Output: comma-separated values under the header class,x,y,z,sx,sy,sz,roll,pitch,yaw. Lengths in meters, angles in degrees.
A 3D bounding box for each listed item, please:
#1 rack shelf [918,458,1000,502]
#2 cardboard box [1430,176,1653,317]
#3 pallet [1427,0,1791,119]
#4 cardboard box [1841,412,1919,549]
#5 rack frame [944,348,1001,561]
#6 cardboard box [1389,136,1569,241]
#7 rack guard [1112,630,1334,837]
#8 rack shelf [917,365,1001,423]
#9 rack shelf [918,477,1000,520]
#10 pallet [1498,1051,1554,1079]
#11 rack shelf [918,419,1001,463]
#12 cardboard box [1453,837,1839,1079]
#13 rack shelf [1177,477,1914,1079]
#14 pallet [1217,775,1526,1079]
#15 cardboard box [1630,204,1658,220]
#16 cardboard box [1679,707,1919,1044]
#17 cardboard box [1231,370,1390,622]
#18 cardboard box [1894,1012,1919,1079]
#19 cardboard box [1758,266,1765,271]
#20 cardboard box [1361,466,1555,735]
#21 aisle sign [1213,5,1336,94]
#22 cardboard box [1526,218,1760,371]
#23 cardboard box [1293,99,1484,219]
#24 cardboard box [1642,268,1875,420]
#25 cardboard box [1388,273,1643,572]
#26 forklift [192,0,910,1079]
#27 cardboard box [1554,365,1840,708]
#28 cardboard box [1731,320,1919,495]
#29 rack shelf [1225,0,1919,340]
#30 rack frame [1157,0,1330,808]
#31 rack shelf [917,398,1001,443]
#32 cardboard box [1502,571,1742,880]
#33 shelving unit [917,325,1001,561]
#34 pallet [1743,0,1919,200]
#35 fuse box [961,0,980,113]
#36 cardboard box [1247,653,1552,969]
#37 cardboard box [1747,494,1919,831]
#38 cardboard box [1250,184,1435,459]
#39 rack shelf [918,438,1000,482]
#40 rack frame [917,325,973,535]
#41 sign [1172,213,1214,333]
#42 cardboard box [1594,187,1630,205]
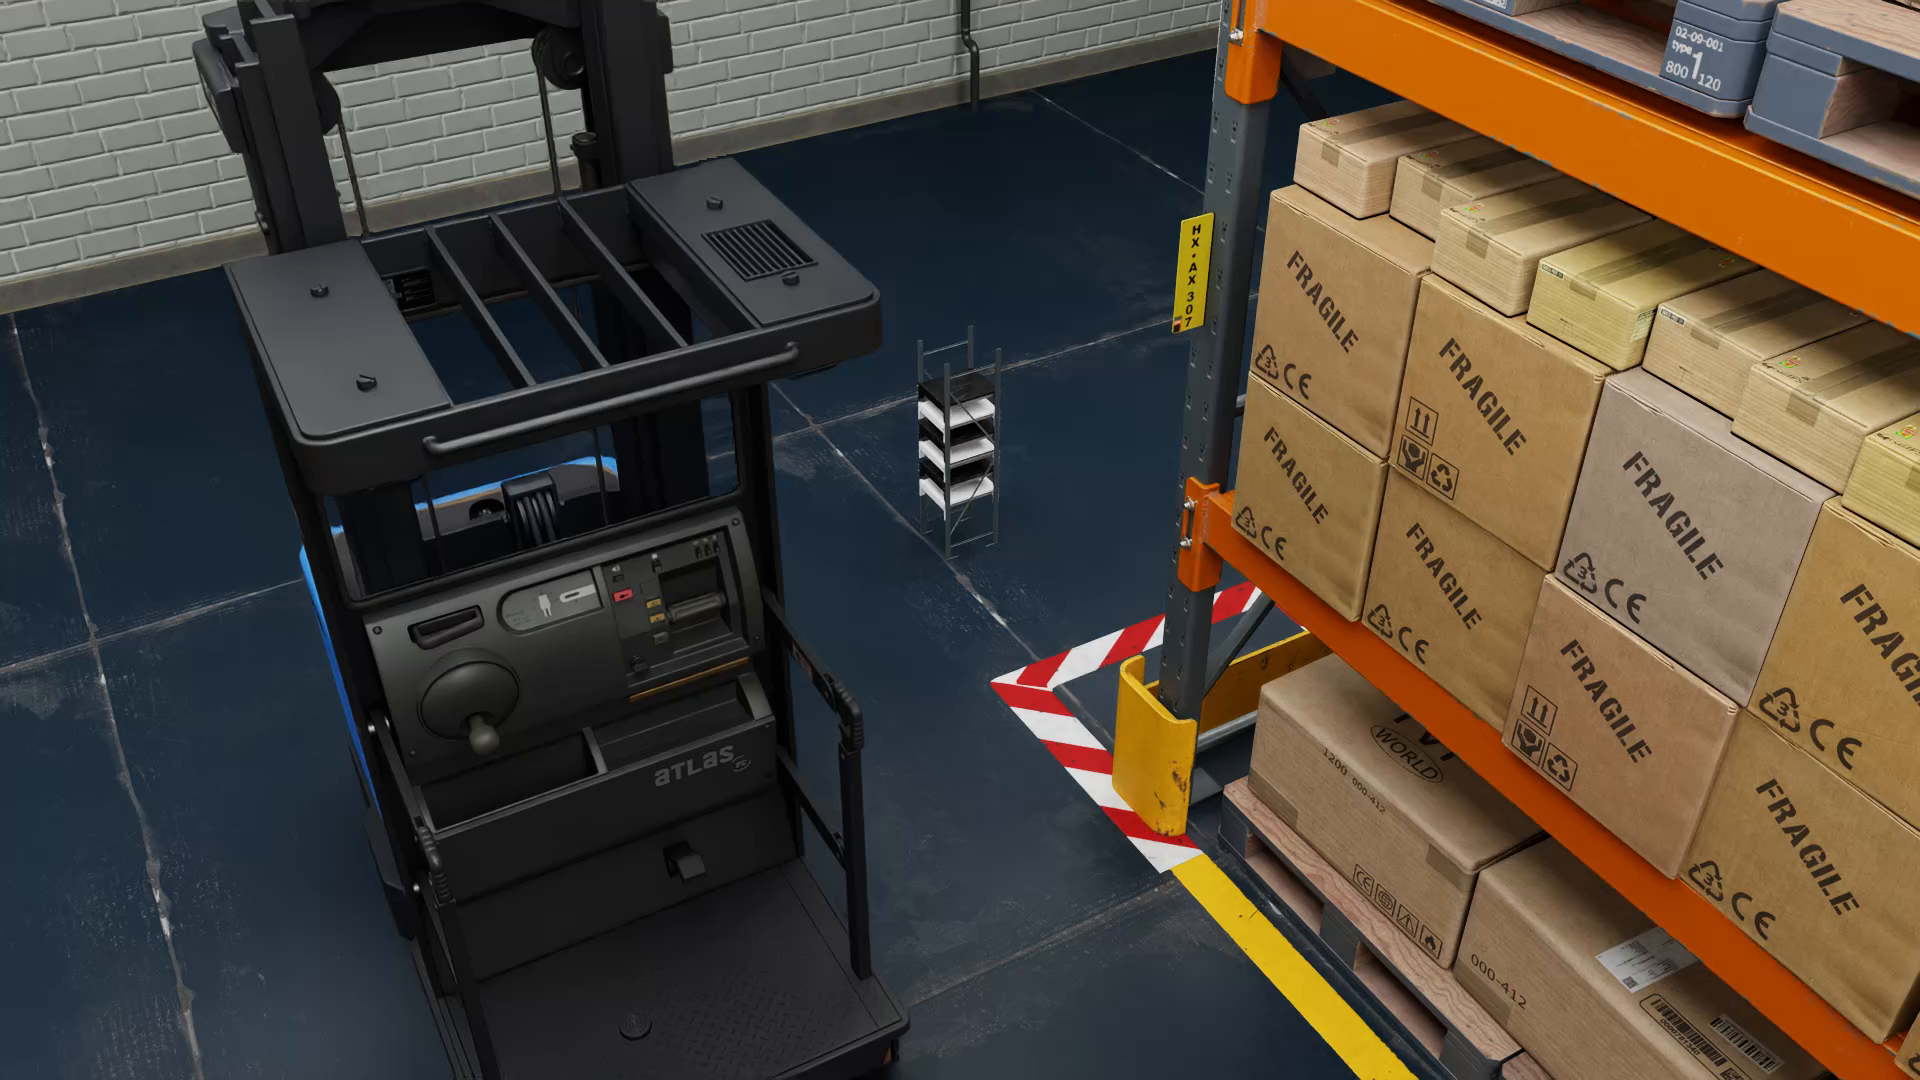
class,x,y,z,sx,sy,sz,roll,pitch,yaw
rack shelf,-0.004,-0.268,6.563,0.258,0.077,0.200,-19,40,-24
cardboard box,1.256,-0.641,3.601,0.380,0.149,0.250,-18,40,-23
pallet,1.474,-1.277,3.487,1.003,0.211,1.213,-19,40,-24
cardboard box,1.774,-0.116,2.884,0.380,0.149,0.250,-20,41,-25
rack frame,0.047,-0.316,6.419,0.240,0.900,0.006,-19,40,-24
cardboard box,1.225,-0.807,3.829,0.380,0.149,0.250,-18,40,-23
rack guard,1.081,0.521,5.613,1.175,0.500,0.348,-19,40,-24
rack shelf,-0.004,-0.559,6.351,0.258,0.077,0.200,-19,40,-24
rack shelf,-0.004,-0.195,6.616,0.258,0.077,0.200,-19,40,-24
pallet,2.171,1.656,4.304,1.003,0.211,1.213,-19,40,-24
rack shelf,-0.004,-0.413,6.457,0.258,0.077,0.200,-19,40,-24
cardboard box,1.978,1.160,4.435,0.875,0.438,0.875,-18,40,-23
rack shelf,2.097,0.834,3.675,1.077,0.370,4.000,-19,40,-24
pallet,1.562,1.034,5.155,1.003,0.211,1.213,-19,40,-24
cardboard box,1.797,-0.830,3.861,0.380,0.149,0.250,-19,40,-24
cardboard box,1.870,0.578,3.331,0.500,0.500,0.500,-18,40,-22
cardboard box,1.086,-0.187,4.378,0.500,0.500,0.500,-19,40,-24
cardboard box,2.120,0.849,2.959,0.500,0.500,0.500,-20,40,-25
cardboard box,1.888,-0.689,3.668,0.380,0.149,0.250,-18,40,-23
cardboard box,1.364,0.063,4.036,0.500,0.500,0.500,-19,40,-25
aisle sign,0.806,-1.477,4.025,0.394,0.787,0.004,-19,40,-24
cardboard box,1.404,-0.512,3.425,0.380,0.149,0.250,-20,41,-25
cardboard box,1.032,-0.920,3.983,0.380,0.149,0.250,-18,40,-23
cardboard box,1.582,-0.393,3.263,0.380,0.149,0.250,-19,40,-23
cardboard box,1.353,-0.330,3.726,0.500,0.500,0.500,-20,41,-25
forklift,-0.830,0.288,3.871,1.130,2.935,3.031,-18,40,-23
cardboard box,1.619,-0.070,3.370,0.500,0.500,0.500,-19,40,-24
cardboard box,1.671,-0.254,3.072,0.380,0.149,0.250,-19,40,-24
rack shelf,2.097,-0.377,2.790,1.077,0.370,4.000,-19,40,-24
rack frame,1.093,-0.477,4.859,1.000,3.000,0.127,-19,40,-24
rack shelf,-0.004,-0.486,6.404,0.258,0.077,0.200,-19,40,-24
cardboard box,1.604,0.327,3.674,0.500,0.500,0.500,-19,40,-24
shelving unit,-0.004,-0.368,6.490,0.258,0.900,0.210,-19,40,-24
pallet,2.091,-0.654,2.634,1.003,0.211,1.213,-19,40,-24
fuse box,0.129,-3.373,9.917,0.539,1.711,0.414,-19,40,-24
cardboard box,1.511,0.695,5.071,0.875,0.438,0.875,-20,41,-25
cardboard box,1.870,0.184,3.022,0.500,0.500,0.500,-19,40,-24
cardboard box,1.088,-0.592,4.084,0.500,0.500,0.500,-20,41,-25
rack shelf,-0.004,-0.341,6.510,0.258,0.077,0.200,-19,40,-24
rack frame,-0.055,-0.419,6.561,0.240,0.900,0.006,-19,40,-24
sign,0.610,-0.697,4.360,0.100,0.325,0.005,-19,40,-24
cardboard box,1.594,-0.937,4.007,0.380,0.149,0.250,-18,40,-23
